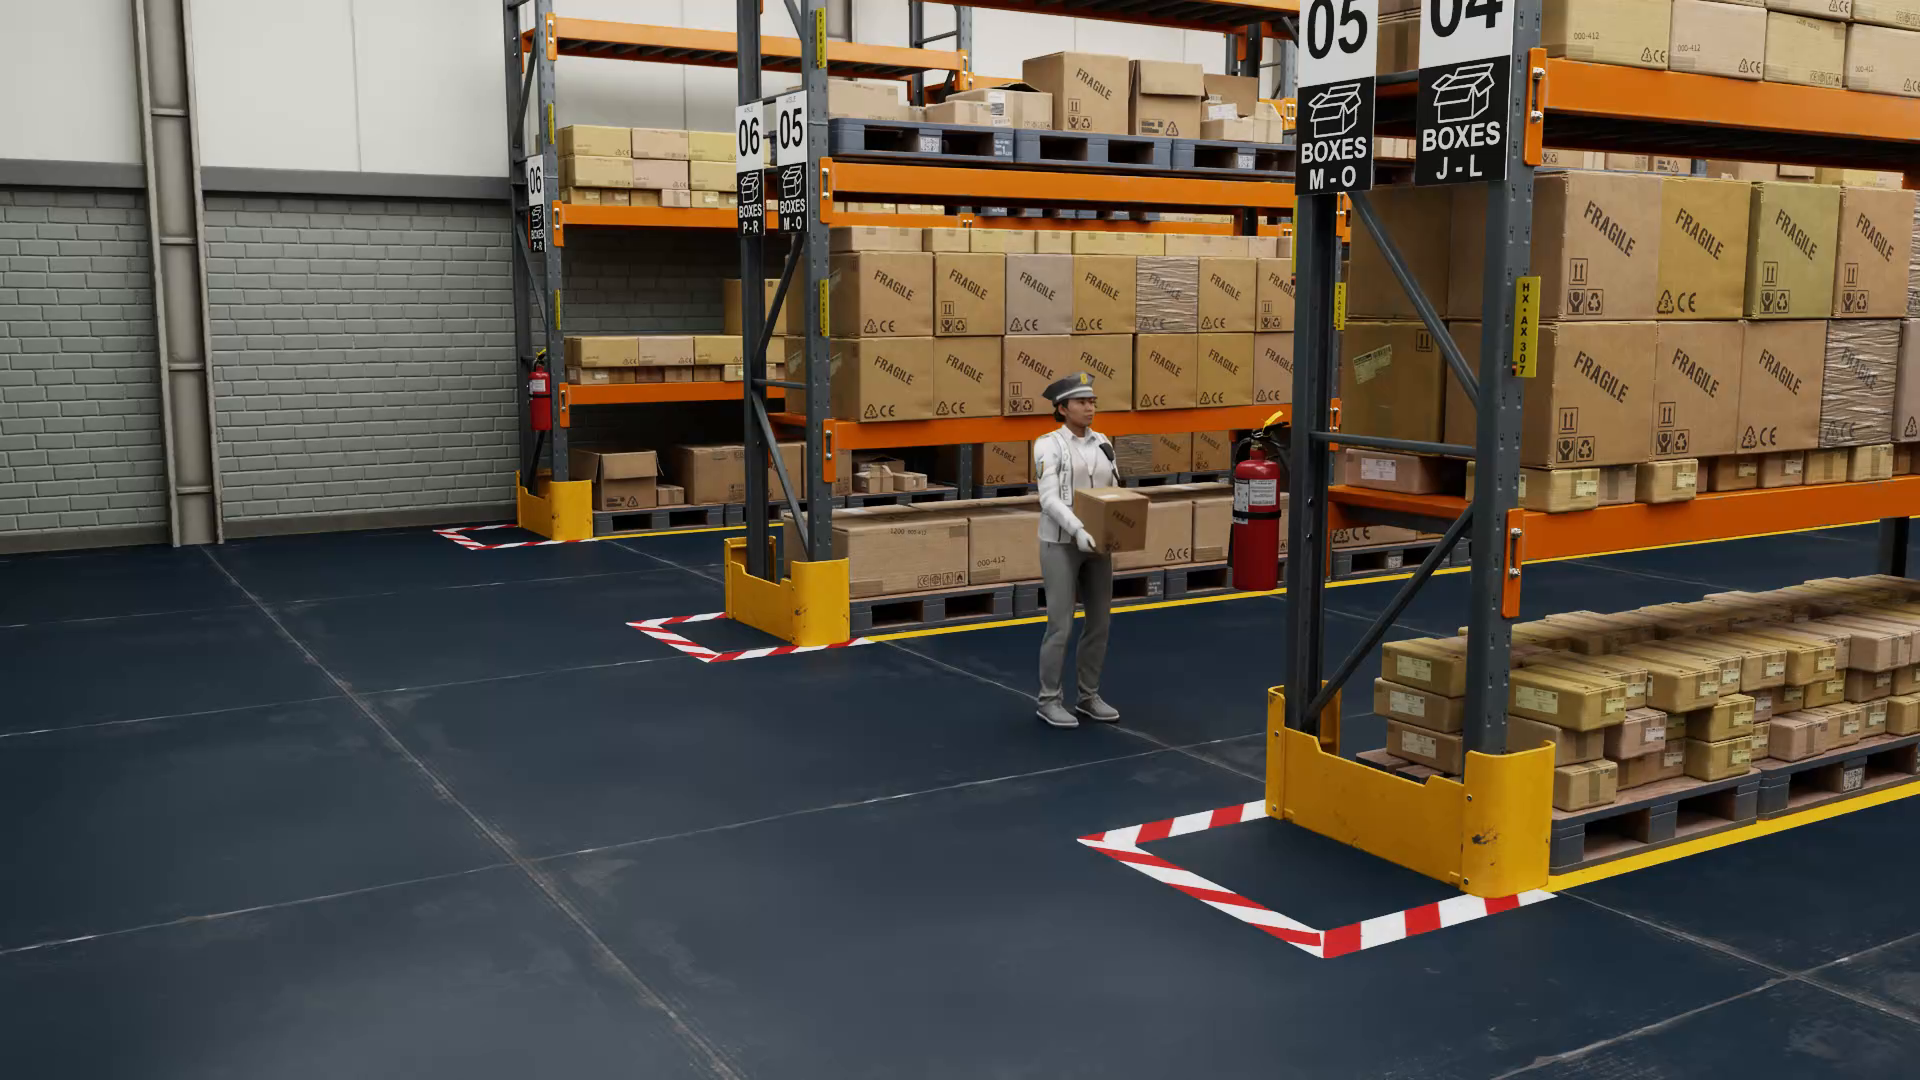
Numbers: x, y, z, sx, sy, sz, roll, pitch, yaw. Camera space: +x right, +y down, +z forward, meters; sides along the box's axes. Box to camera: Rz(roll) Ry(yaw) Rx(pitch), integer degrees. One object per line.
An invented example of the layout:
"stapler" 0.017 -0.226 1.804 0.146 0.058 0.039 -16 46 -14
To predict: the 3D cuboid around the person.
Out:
"person" 0.596 0.044 7.936 0.460 1.686 0.556 -5 10 -31
